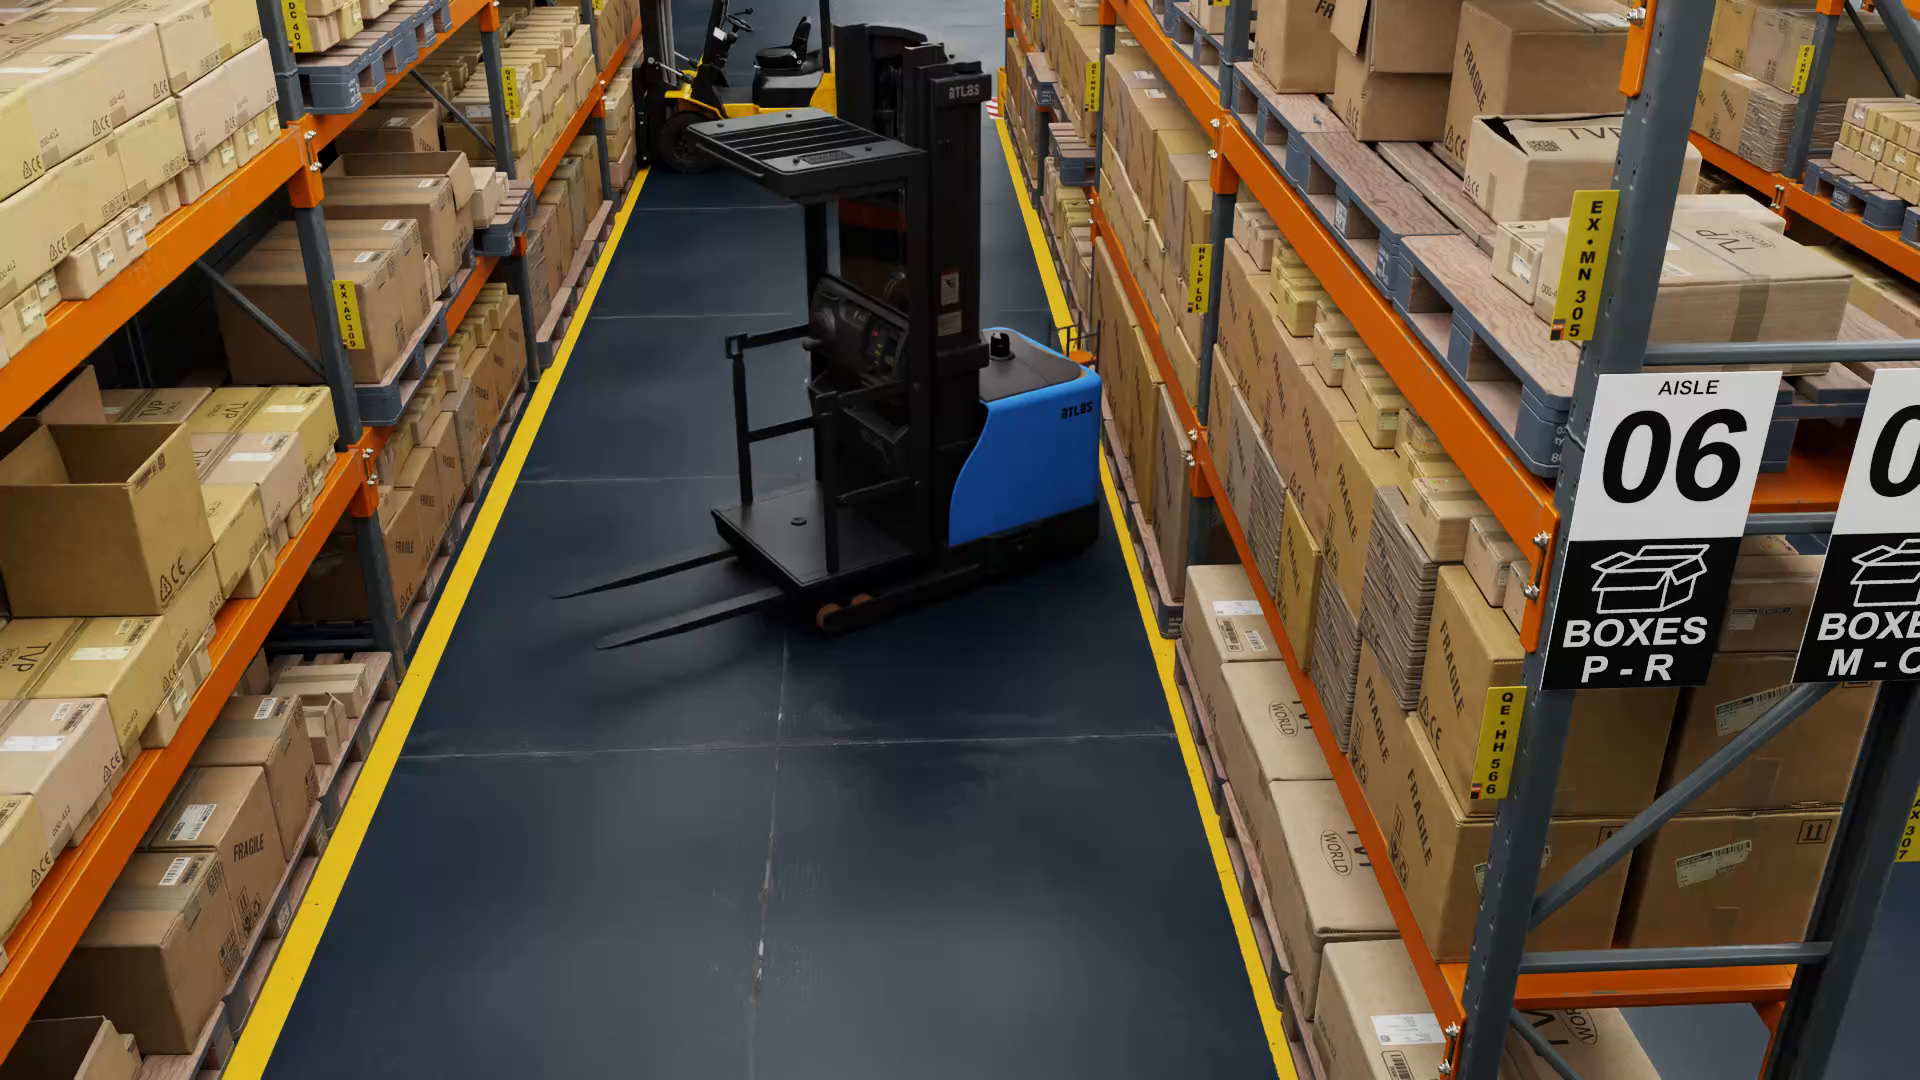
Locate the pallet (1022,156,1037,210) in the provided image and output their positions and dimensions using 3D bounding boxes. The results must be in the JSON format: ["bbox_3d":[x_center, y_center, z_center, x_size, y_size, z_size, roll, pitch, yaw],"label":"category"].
[{"bbox_3d":[1.158,-3.507,16.245,1.003,0.211,1.213,-1,28,-3],"label":"pallet"}]

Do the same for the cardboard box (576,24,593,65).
[{"bbox_3d":[-3.448,-4.247,14.270,0.500,0.250,0.500,-2,28,-4],"label":"cardboard box"}]

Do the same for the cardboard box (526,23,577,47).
[{"bbox_3d":[-3.351,-4.140,13.635,0.380,0.149,0.250,-2,28,-4],"label":"cardboard box"}]

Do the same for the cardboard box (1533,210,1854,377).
[{"bbox_3d":[1.741,-0.592,3.997,0.500,0.250,0.500,-4,28,-7],"label":"cardboard box"}]

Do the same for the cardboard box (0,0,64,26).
[{"bbox_3d":[-3.527,-1.760,5.938,0.500,0.250,0.500,-2,28,-4],"label":"cardboard box"}]

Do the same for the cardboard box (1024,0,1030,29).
[{"bbox_3d":[0.891,-5.286,16.212,0.500,0.500,0.500,-1,28,-1],"label":"cardboard box"}]

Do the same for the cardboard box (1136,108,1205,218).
[{"bbox_3d":[1.288,-2.139,9.419,0.500,0.500,0.500,-1,28,-2],"label":"cardboard box"}]

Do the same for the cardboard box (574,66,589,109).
[{"bbox_3d":[-3.409,-3.787,13.930,0.500,0.250,0.500,-2,28,-3],"label":"cardboard box"}]

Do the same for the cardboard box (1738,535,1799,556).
[{"bbox_3d":[2.028,0.043,4.534,0.380,0.149,0.250,-1,28,-1],"label":"cardboard box"}]

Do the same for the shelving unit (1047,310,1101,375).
[{"bbox_3d":[0.659,-0.745,9.878,0.258,1.200,0.189,-16,32,-29],"label":"shelving unit"}]

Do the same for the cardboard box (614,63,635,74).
[{"bbox_3d":[-3.514,-4.662,16.883,0.500,0.250,0.500,-2,28,-4],"label":"cardboard box"}]

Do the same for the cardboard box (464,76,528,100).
[{"bbox_3d":[-3.297,-3.193,11.818,0.380,0.149,0.250,-1,28,-1],"label":"cardboard box"}]

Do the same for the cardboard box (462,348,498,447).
[{"bbox_3d":[-3.238,-0.880,10.442,0.500,0.500,0.500,0,28,0],"label":"cardboard box"}]

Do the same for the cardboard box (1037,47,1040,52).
[{"bbox_3d":[0.907,-4.463,15.336,0.380,0.149,0.250,-2,28,-3],"label":"cardboard box"}]

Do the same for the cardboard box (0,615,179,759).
[{"bbox_3d":[-2.913,0.481,5.424,0.500,0.250,0.500,-2,28,-4],"label":"cardboard box"}]

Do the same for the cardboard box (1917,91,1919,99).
[{"bbox_3d":[10.997,-5.034,18.407,0.500,0.500,0.500,6,28,11],"label":"cardboard box"}]

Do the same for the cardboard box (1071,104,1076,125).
[{"bbox_3d":[1.035,-3.161,12.384,0.380,0.149,0.250,-3,28,-5],"label":"cardboard box"}]

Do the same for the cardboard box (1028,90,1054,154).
[{"bbox_3d":[0.929,-4.000,15.884,0.500,0.500,0.500,-2,28,-3],"label":"cardboard box"}]

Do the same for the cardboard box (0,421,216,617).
[{"bbox_3d":[-2.936,-0.077,5.684,0.500,0.500,0.500,-1,28,-1],"label":"cardboard box"}]

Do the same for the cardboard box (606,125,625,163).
[{"bbox_3d":[-3.446,-3.732,15.640,0.500,0.250,0.500,-2,28,-3],"label":"cardboard box"}]

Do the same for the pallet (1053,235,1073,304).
[{"bbox_3d":[1.337,-2.273,13.880,1.003,0.211,1.213,-1,28,-3],"label":"pallet"}]

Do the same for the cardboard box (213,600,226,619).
[{"bbox_3d":[-3.039,0.235,6.328,0.380,0.149,0.250,-1,28,-2],"label":"cardboard box"}]

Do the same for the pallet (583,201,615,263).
[{"bbox_3d":[-3.651,-2.737,14.769,1.003,0.211,1.213,-1,28,-3],"label":"pallet"}]

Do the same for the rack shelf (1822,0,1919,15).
[{"bbox_3d":[6.479,-2.840,9.486,1.077,0.370,4.000,-1,28,-3],"label":"rack shelf"}]

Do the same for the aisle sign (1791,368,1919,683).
[{"bbox_3d":[2.148,-0.018,3.731,0.394,0.787,0.004,-1,28,-3],"label":"aisle sign"}]

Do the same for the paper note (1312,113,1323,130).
[{"bbox_3d":[1.164,-1.366,5.423,0.006,0.032,0.123,-1,28,-3],"label":"paper note"}]

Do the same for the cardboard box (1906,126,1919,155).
[{"bbox_3d":[6.244,-2.513,10.500,0.380,0.149,0.250,-3,28,-5],"label":"cardboard box"}]

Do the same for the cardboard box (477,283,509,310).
[{"bbox_3d":[-3.241,-1.609,11.138,0.380,0.149,0.250,-3,28,-5],"label":"cardboard box"}]

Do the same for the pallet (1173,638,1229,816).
[{"bbox_3d":[1.607,0.850,7.892,1.003,0.211,1.213,-1,28,-3],"label":"pallet"}]

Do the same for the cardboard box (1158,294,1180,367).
[{"bbox_3d":[1.345,-1.109,8.795,0.500,0.250,0.500,-2,28,-3],"label":"cardboard box"}]

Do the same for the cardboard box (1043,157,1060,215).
[{"bbox_3d":[1.258,-3.213,15.054,0.950,0.372,0.625,-1,28,-2],"label":"cardboard box"}]

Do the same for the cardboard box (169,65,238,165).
[{"bbox_3d":[-2.998,-1.557,6.088,0.500,0.250,0.500,-2,28,-4],"label":"cardboard box"}]

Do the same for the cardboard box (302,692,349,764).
[{"bbox_3d":[-2.970,0.823,7.430,0.396,0.266,0.258,0,28,-1],"label":"cardboard box"}]

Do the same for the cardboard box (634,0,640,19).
[{"bbox_3d":[-3.632,-5.743,17.410,0.500,0.500,0.500,-1,28,-1],"label":"cardboard box"}]

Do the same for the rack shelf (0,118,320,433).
[{"bbox_3d":[-3.207,-0.705,5.393,1.077,0.370,4.000,-1,28,-3],"label":"rack shelf"}]

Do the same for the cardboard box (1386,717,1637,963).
[{"bbox_3d":[1.565,0.847,4.774,0.500,0.500,0.500,-1,28,-2],"label":"cardboard box"}]

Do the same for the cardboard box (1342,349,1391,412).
[{"bbox_3d":[1.519,-0.538,5.647,0.380,0.149,0.250,-1,28,-1],"label":"cardboard box"}]

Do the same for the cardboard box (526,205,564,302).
[{"bbox_3d":[-3.581,-2.188,12.816,0.875,0.625,0.625,-1,28,-1],"label":"cardboard box"}]

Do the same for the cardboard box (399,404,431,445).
[{"bbox_3d":[-3.184,-0.642,9.285,0.380,0.149,0.250,-1,28,-3],"label":"cardboard box"}]

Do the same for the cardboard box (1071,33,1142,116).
[{"bbox_3d":[1.097,-3.391,12.123,0.500,0.500,0.500,-2,28,-3],"label":"cardboard box"}]

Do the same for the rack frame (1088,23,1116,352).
[{"bbox_3d":[1.437,-2.587,11.466,1.000,3.000,0.127,-1,28,-3],"label":"rack frame"}]

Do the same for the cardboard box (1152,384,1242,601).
[{"bbox_3d":[1.533,-0.268,8.863,0.875,0.875,0.875,-1,28,-1],"label":"cardboard box"}]

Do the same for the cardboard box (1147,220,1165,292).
[{"bbox_3d":[1.313,-1.562,9.123,0.500,0.250,0.500,-1,28,-1],"label":"cardboard box"}]

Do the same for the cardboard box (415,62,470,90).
[{"bbox_3d":[-3.835,-3.416,12.246,0.380,0.149,0.250,-2,28,-3],"label":"cardboard box"}]

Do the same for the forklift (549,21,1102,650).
[{"bbox_3d":[-0.710,-1.073,8.637,3.031,2.935,1.130,-17,32,-29],"label":"forklift"}]

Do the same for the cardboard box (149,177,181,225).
[{"bbox_3d":[-2.989,-1.202,5.840,0.380,0.149,0.250,0,28,-1],"label":"cardboard box"}]

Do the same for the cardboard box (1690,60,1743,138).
[{"bbox_3d":[6.032,-3.460,13.032,0.500,0.500,0.500,-2,28,-4],"label":"cardboard box"}]

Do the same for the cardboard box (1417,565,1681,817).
[{"bbox_3d":[1.592,0.403,4.544,0.500,0.500,0.500,0,28,-1],"label":"cardboard box"}]

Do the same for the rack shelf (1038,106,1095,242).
[{"bbox_3d":[1.332,-3.191,13.403,1.077,0.370,4.000,-1,28,-3],"label":"rack shelf"}]

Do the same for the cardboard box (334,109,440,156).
[{"bbox_3d":[-3.649,-2.454,10.649,0.500,0.500,0.500,0,28,0],"label":"cardboard box"}]

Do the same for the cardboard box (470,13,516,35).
[{"bbox_3d":[-3.963,-4.352,14.040,0.380,0.149,0.250,-2,28,-4],"label":"cardboard box"}]

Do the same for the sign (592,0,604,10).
[{"bbox_3d":[-3.187,-4.808,14.559,0.100,0.325,0.005,-1,28,-3],"label":"sign"}]

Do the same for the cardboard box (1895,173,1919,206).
[{"bbox_3d":[6.241,-2.243,10.624,0.380,0.149,0.250,0,28,0],"label":"cardboard box"}]

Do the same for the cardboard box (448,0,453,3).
[{"bbox_3d":[-3.224,-3.265,9.685,0.500,0.250,0.500,-1,28,-2],"label":"cardboard box"}]
